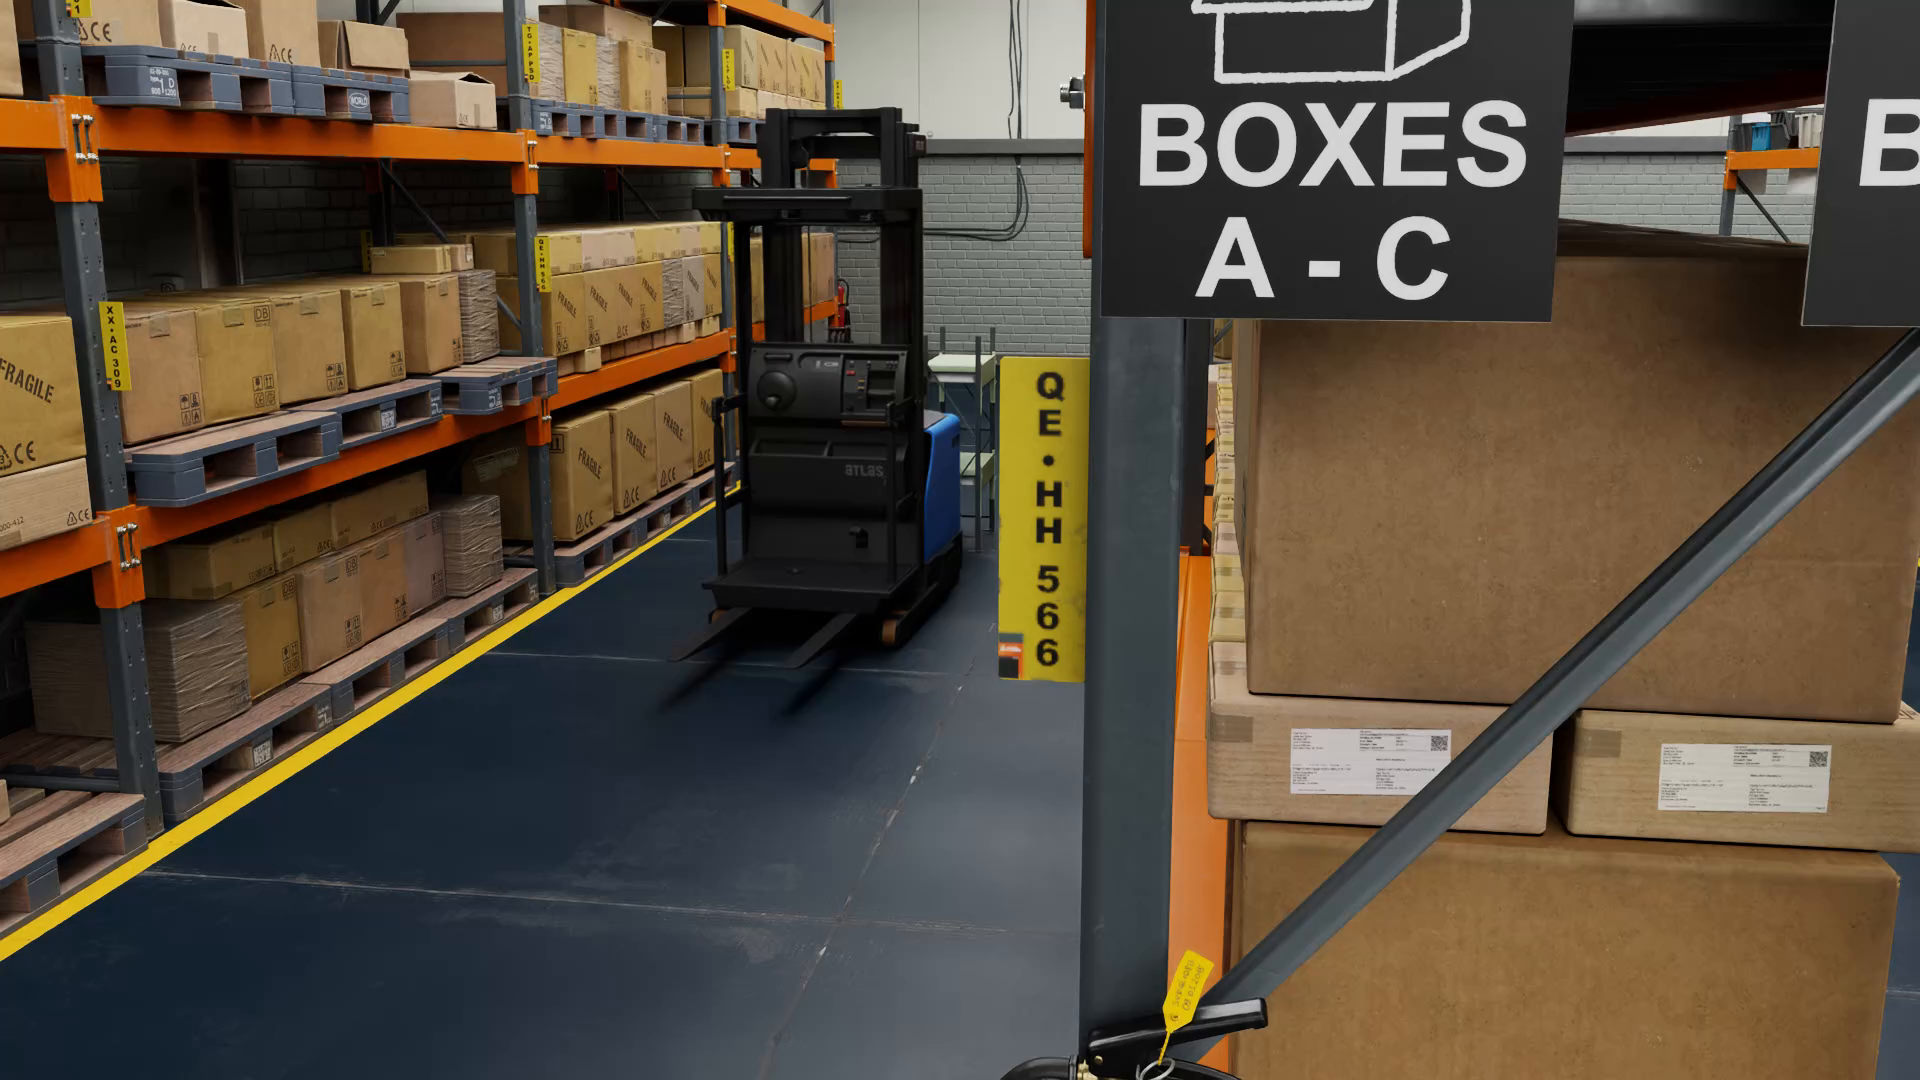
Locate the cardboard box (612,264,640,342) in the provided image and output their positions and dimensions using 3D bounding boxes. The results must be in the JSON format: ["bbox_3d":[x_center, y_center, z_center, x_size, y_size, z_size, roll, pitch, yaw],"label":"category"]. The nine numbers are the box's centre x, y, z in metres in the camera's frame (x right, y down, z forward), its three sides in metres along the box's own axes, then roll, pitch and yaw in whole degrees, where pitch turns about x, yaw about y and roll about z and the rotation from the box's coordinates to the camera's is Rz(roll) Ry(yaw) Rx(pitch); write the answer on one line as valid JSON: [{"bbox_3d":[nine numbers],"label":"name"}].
[{"bbox_3d":[-2.548,-1.649,11.534,0.500,0.500,0.500,2,12,8],"label":"cardboard box"}]

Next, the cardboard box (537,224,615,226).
[{"bbox_3d":[-2.901,-2.242,12.508,0.500,0.250,0.500,1,12,7],"label":"cardboard box"}]

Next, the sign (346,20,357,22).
[{"bbox_3d":[-3.590,-2.918,9.876,0.100,0.325,0.005,2,12,9],"label":"sign"}]

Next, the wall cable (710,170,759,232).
[{"bbox_3d":[-2.550,-3.599,19.163,0.084,1.984,1.851,2,12,9],"label":"wall cable"}]

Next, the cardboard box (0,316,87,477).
[{"bbox_3d":[-3.425,-0.502,5.731,0.500,0.500,0.500,2,12,9],"label":"cardboard box"}]

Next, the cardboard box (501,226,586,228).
[{"bbox_3d":[-2.986,-2.134,12.004,0.500,0.250,0.500,2,12,7],"label":"cardboard box"}]

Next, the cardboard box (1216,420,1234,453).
[{"bbox_3d":[0.811,-0.196,4.004,0.380,0.149,0.250,2,12,7],"label":"cardboard box"}]

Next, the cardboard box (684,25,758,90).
[{"bbox_3d":[-2.040,-4.126,14.240,0.500,0.500,0.500,2,12,8],"label":"cardboard box"}]

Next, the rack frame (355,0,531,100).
[{"bbox_3d":[-3.042,-4.073,9.532,1.000,3.000,0.127,2,12,9],"label":"rack frame"}]

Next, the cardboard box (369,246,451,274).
[{"bbox_3d":[-3.101,-1.581,9.388,0.380,0.149,0.250,0,12,-1],"label":"cardboard box"}]

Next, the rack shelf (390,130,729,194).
[{"bbox_3d":[-2.735,-2.671,11.855,1.077,0.370,4.000,2,12,9],"label":"rack shelf"}]

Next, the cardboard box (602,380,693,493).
[{"bbox_3d":[-2.532,-0.803,12.703,0.750,0.750,0.750,2,12,10],"label":"cardboard box"}]

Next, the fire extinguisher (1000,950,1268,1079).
[{"bbox_3d":[0.145,0.732,1.659,0.296,0.674,0.183,2,12,9],"label":"fire extinguisher"}]

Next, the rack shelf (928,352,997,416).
[{"bbox_3d":[-0.001,-1.113,11.747,0.431,0.370,0.720,2,12,9],"label":"rack shelf"}]

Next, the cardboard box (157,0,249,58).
[{"bbox_3d":[-3.400,-2.175,7.060,0.500,0.311,0.500,2,12,10],"label":"cardboard box"}]

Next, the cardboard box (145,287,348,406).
[{"bbox_3d":[-3.382,-0.930,7.909,0.700,0.500,0.500,4,13,16],"label":"cardboard box"}]

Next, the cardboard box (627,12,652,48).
[{"bbox_3d":[-2.692,-3.891,12.745,0.500,0.250,0.500,3,12,13],"label":"cardboard box"}]

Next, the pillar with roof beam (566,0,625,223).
[{"bbox_3d":[1.080,-4.940,13.554,9.100,9.000,0.400,2,12,9],"label":"pillar with roof beam"}]

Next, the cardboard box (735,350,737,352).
[{"bbox_3d":[-2.115,-1.832,16.770,0.380,0.149,0.250,2,12,9],"label":"cardboard box"}]

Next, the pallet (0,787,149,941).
[{"bbox_3d":[-3.726,1.197,5.940,1.003,0.211,1.213,2,12,9],"label":"pallet"}]

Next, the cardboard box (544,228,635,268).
[{"bbox_3d":[-2.563,-2.013,11.443,0.500,0.250,0.500,2,12,9],"label":"cardboard box"}]

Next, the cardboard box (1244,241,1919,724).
[{"bbox_3d":[0.715,-0.106,2.048,0.700,0.500,0.500,2,12,9],"label":"cardboard box"}]

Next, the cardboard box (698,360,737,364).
[{"bbox_3d":[-2.271,-1.619,15.783,0.380,0.149,0.250,2,12,9],"label":"cardboard box"}]

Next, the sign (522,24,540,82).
[{"bbox_3d":[-2.507,-2.841,9.710,0.100,0.325,0.005,2,12,9],"label":"sign"}]

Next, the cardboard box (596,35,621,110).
[{"bbox_3d":[-2.833,-3.303,11.799,0.700,0.500,0.500,2,12,9],"label":"cardboard box"}]

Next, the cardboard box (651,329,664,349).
[{"bbox_3d":[-2.438,-1.517,12.462,0.380,0.149,0.250,2,12,7],"label":"cardboard box"}]

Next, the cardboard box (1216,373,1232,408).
[{"bbox_3d":[0.967,-0.412,5.007,0.380,0.149,0.250,2,12,9],"label":"cardboard box"}]

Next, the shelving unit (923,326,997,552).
[{"bbox_3d":[-0.001,-0.732,11.829,0.431,1.500,0.755,2,12,9],"label":"shelving unit"}]

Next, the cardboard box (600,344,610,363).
[{"bbox_3d":[-2.643,-1.304,11.471,0.380,0.149,0.250,2,12,10],"label":"cardboard box"}]

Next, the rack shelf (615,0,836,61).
[{"bbox_3d":[-2.120,-4.775,15.445,1.077,0.370,4.000,2,12,9],"label":"rack shelf"}]

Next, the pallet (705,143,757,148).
[{"bbox_3d":[-2.101,-3.819,15.684,1.003,0.211,1.213,2,12,9],"label":"pallet"}]

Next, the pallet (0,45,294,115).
[{"bbox_3d":[-3.457,-1.807,6.584,1.213,0.211,1.003,2,12,9],"label":"pallet"}]

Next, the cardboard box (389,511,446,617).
[{"bbox_3d":[-3.296,0.122,9.197,0.700,0.500,0.500,2,12,9],"label":"cardboard box"}]

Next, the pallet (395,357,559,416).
[{"bbox_3d":[-3.047,-0.895,9.479,1.213,0.211,1.003,2,12,9],"label":"pallet"}]

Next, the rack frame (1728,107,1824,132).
[{"bbox_3d":[7.977,-5.417,15.770,1.000,3.000,0.127,2,12,9],"label":"rack frame"}]

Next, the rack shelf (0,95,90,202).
[{"bbox_3d":[-3.965,-1.006,4.128,1.077,0.370,4.000,2,12,9],"label":"rack shelf"}]

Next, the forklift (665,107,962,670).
[{"bbox_3d":[-0.802,-0.920,9.304,1.130,2.935,3.031,3,12,12],"label":"forklift"}]

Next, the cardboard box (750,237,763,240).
[{"bbox_3d":[-2.108,-2.535,15.926,0.980,0.700,0.700,1,12,6],"label":"cardboard box"}]

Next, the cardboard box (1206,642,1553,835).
[{"bbox_3d":[0.493,0.233,2.014,0.380,0.149,0.250,2,12,8],"label":"cardboard box"}]

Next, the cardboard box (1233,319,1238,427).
[{"bbox_3d":[1.022,-0.529,4.010,0.700,0.500,0.500,2,12,9],"label":"cardboard box"}]

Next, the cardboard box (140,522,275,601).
[{"bbox_3d":[-3.496,0.087,7.577,0.500,0.250,0.500,2,12,7],"label":"cardboard box"}]

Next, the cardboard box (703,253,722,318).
[{"bbox_3d":[-2.249,-2.073,13.500,0.500,0.500,0.500,2,12,8],"label":"cardboard box"}]

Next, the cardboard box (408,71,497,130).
[{"bbox_3d":[-2.886,-2.414,9.119,0.500,0.311,0.500,2,12,9],"label":"cardboard box"}]

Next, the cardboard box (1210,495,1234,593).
[{"bbox_3d":[0.652,0.019,3.010,0.380,0.149,0.250,2,12,10],"label":"cardboard box"}]

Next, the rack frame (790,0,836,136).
[{"bbox_3d":[-1.812,-5.738,17.259,1.000,3.000,0.127,2,12,9],"label":"rack frame"}]

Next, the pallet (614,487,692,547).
[{"bbox_3d":[-2.657,-0.192,12.383,1.003,0.211,1.213,2,12,9],"label":"pallet"}]

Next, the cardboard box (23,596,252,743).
[{"bbox_3d":[-3.561,0.546,7.230,0.700,0.500,0.500,2,12,11],"label":"cardboard box"}]

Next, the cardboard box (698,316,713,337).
[{"bbox_3d":[-2.215,-1.727,13.435,0.380,0.149,0.250,2,12,10],"label":"cardboard box"}]

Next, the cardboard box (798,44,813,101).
[{"bbox_3d":[-1.743,-4.554,16.227,0.500,0.500,0.500,2,12,10],"label":"cardboard box"}]

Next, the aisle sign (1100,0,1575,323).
[{"bbox_3d":[0.322,-0.582,1.402,0.394,0.787,0.004,2,12,9],"label":"aisle sign"}]

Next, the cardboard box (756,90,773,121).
[{"bbox_3d":[-1.968,-3.861,14.790,0.500,0.250,0.500,2,12,7],"label":"cardboard box"}]

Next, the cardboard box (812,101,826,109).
[{"bbox_3d":[-1.662,-4.292,16.789,0.500,0.250,0.500,2,12,10],"label":"cardboard box"}]

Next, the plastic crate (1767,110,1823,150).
[{"bbox_3d":[7.471,-3.611,14.658,0.504,0.338,0.767,2,12,9],"label":"plastic crate"}]

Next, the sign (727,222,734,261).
[{"bbox_3d":[-1.890,-2.485,13.841,0.100,0.325,0.005,2,12,9],"label":"sign"}]
